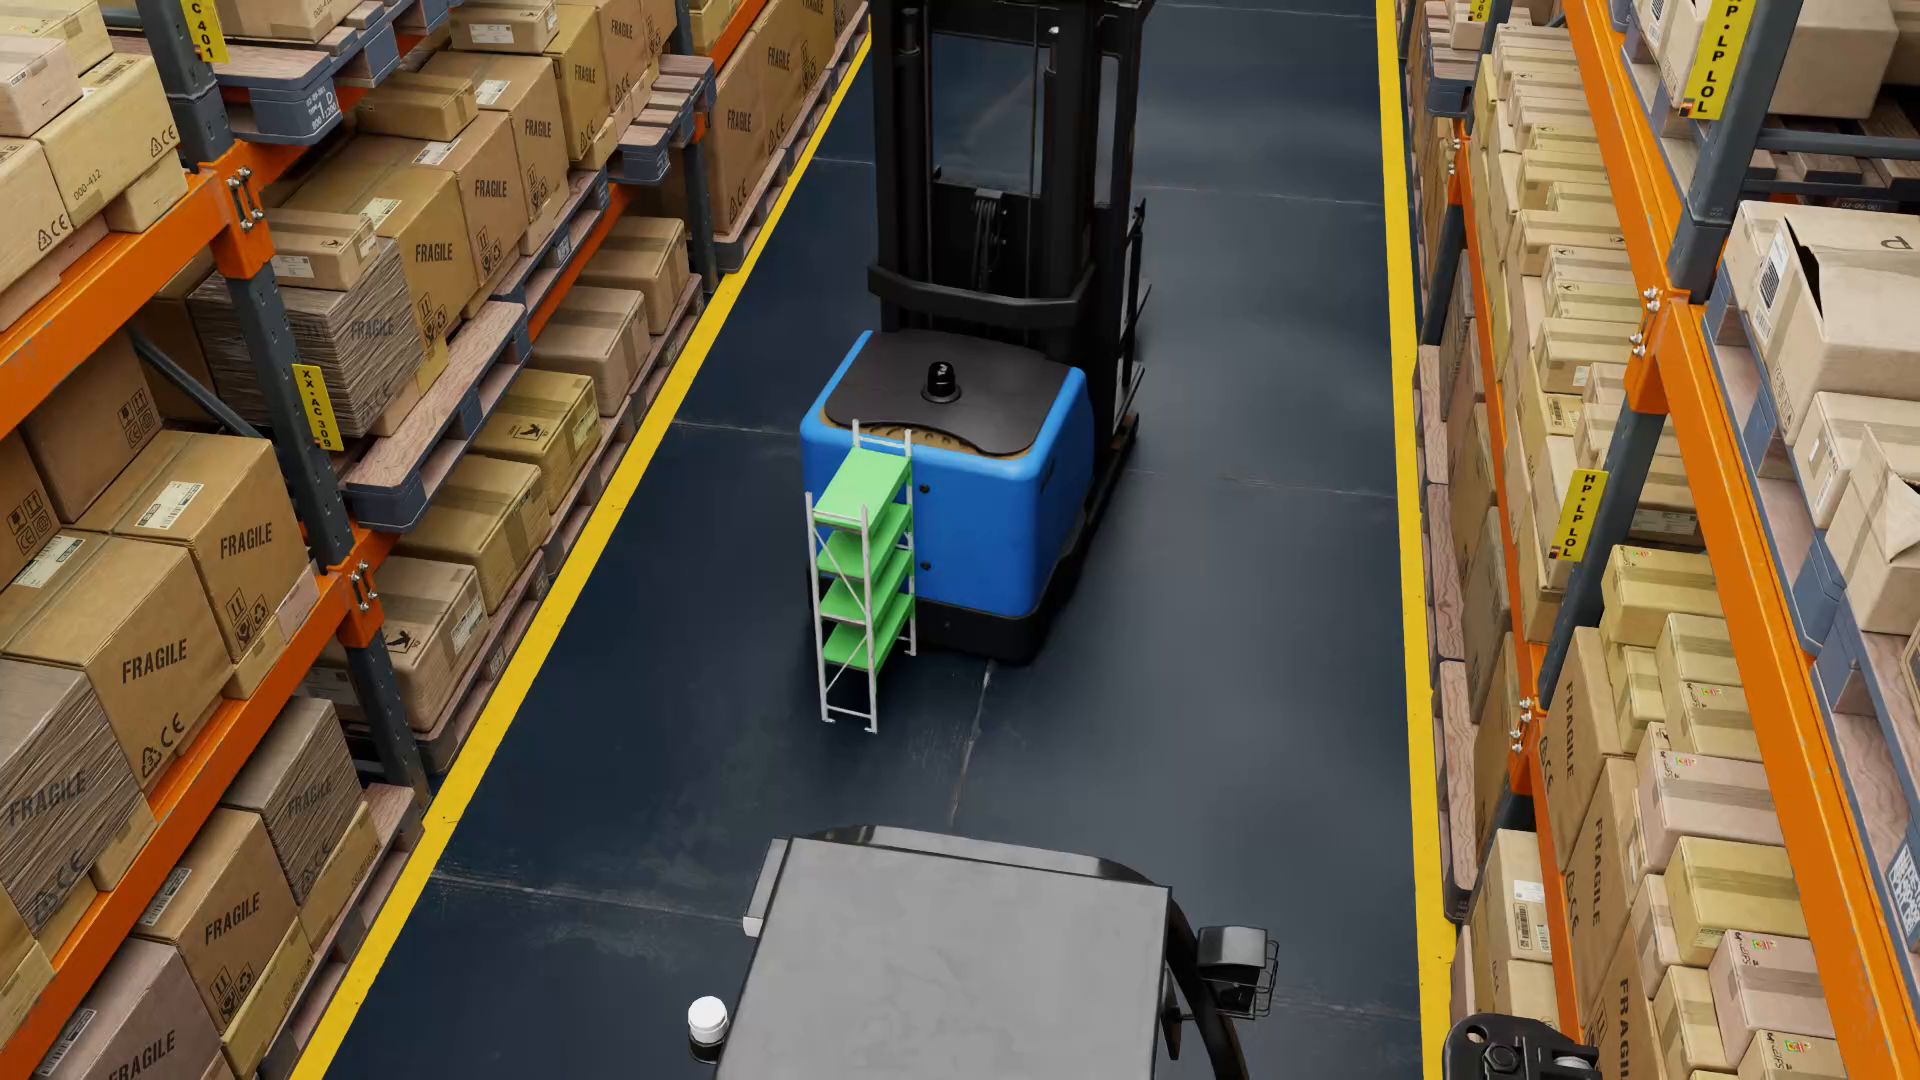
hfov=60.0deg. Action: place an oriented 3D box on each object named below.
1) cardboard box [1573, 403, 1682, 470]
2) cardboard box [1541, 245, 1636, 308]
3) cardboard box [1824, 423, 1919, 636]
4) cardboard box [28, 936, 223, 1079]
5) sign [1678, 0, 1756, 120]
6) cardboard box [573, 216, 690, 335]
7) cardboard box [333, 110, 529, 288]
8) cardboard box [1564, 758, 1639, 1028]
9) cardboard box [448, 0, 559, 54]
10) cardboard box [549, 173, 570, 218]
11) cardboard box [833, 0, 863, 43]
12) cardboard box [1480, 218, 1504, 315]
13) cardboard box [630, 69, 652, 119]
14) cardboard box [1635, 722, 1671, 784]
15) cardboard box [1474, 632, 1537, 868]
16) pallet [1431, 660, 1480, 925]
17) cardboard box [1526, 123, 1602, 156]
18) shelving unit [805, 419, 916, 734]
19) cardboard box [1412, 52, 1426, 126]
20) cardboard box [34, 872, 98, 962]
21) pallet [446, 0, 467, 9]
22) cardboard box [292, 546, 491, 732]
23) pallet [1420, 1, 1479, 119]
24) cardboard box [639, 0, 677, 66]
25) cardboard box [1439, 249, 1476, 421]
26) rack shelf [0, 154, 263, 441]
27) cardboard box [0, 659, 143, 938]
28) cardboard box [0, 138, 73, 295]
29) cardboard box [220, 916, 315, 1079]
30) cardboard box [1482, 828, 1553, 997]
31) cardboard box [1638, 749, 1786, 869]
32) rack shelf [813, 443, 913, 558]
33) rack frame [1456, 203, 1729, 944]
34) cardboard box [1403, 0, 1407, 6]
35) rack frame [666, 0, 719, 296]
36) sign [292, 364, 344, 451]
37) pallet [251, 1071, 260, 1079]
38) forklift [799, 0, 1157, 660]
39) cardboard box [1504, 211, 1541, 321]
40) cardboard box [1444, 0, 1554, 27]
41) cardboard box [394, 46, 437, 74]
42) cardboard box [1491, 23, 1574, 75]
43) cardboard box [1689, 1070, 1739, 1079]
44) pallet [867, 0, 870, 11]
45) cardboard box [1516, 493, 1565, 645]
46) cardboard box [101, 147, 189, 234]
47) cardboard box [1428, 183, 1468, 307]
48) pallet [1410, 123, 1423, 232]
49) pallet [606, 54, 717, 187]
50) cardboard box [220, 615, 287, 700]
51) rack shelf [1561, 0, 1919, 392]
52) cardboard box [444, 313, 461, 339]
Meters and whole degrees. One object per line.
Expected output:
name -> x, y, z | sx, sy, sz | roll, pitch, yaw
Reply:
cardboard box -> 2.163, -0.290, 5.256 | 0.380, 0.149, 0.250 | 6, 40, 7
cardboard box -> 2.328, -0.931, 6.031 | 0.380, 0.149, 0.250 | 7, 40, 8
cardboard box -> 1.740, -0.005, 2.842 | 0.396, 0.266, 0.258 | 6, 40, 7
cardboard box -> -2.605, 1.506, 4.911 | 0.500, 0.500, 0.500 | 8, 40, 10
sign -> 1.760, -1.129, 3.851 | 0.100, 0.325, 0.005 | 6, 40, 8
cardboard box -> -2.009, -1.449, 8.978 | 0.950, 0.372, 0.625 | 4, 40, 5
cardboard box -> -2.045, -1.344, 6.477 | 0.500, 0.500, 0.500 | 6, 40, 7
cardboard box -> 1.888, 0.942, 4.275 | 0.500, 0.500, 0.500 | 7, 40, 8
cardboard box -> -1.907, -2.161, 6.956 | 0.380, 0.149, 0.250 | 5, 40, 6
cardboard box -> -1.916, -1.506, 7.182 | 0.380, 0.149, 0.250 | 5, 40, 6
cardboard box -> -1.238, -4.109, 11.801 | 0.875, 0.875, 0.875 | 8, 40, 9
cardboard box -> 2.497, -1.160, 7.014 | 0.500, 0.250, 0.500 | 5, 40, 6
cardboard box -> -1.701, -2.148, 7.958 | 0.380, 0.149, 0.250 | 6, 40, 7
cardboard box -> 1.921, 0.614, 4.163 | 0.380, 0.149, 0.250 | 6, 40, 8
cardboard box -> 2.375, 0.826, 6.027 | 0.875, 0.625, 0.625 | 8, 40, 10
pallet -> 2.385, 1.010, 6.460 | 1.003, 0.211, 1.213 | 6, 40, 8
cardboard box -> 2.532, -1.571, 6.806 | 0.380, 0.149, 0.250 | 7, 40, 8
shelving unit -> -0.382, 0.163, 6.708 | 0.258, 1.200, 0.503 | 12, 41, 14
cardboard box -> 3.202, -2.891, 10.621 | 0.500, 0.500, 0.500 | 5, 40, 6
cardboard box -> -2.595, 0.984, 4.500 | 0.380, 0.149, 0.250 | 6, 40, 7
pallet -> -2.205, -2.254, 6.012 | 1.213, 0.211, 1.003 | 6, 40, 8
cardboard box -> -2.505, 0.378, 6.768 | 0.950, 0.372, 0.625 | 7, 40, 8
pallet -> 3.036, -2.468, 8.628 | 1.213, 0.211, 1.003 | 6, 40, 8
cardboard box -> -1.706, -2.653, 8.060 | 0.500, 0.500, 0.500 | 5, 40, 6
cardboard box -> 2.867, -0.965, 8.194 | 0.875, 0.625, 0.625 | 8, 40, 9
rack shelf -> -2.940, 0.233, 3.421 | 1.077, 0.370, 4.000 | 6, 40, 8
cardboard box -> -2.593, 0.660, 4.383 | 0.500, 0.500, 0.500 | 7, 40, 9
cardboard box -> -2.491, -0.732, 3.909 | 0.500, 0.250, 0.500 | 6, 40, 7
cardboard box -> -2.513, 1.491, 5.518 | 0.500, 0.250, 0.500 | 5, 40, 6
cardboard box -> 1.903, 1.183, 5.105 | 0.500, 0.250, 0.500 | 6, 40, 7
cardboard box -> 1.811, 0.651, 3.884 | 0.380, 0.149, 0.250 | 7, 40, 9
rack shelf -> -0.382, -0.158, 6.443 | 0.258, 0.148, 0.480 | 12, 41, 14
rack frame -> 2.296, 0.402, 5.007 | 1.000, 3.000, 0.127 | 6, 40, 8
cardboard box -> 3.488, -4.064, 12.316 | 0.380, 0.149, 0.250 | 5, 40, 6
rack frame -> -1.901, -2.654, 8.702 | 1.000, 3.000, 0.127 | 6, 40, 8
sign -> -2.058, -0.422, 5.324 | 0.100, 0.325, 0.005 | 6, 40, 8
pallet -> -2.884, 2.125, 5.111 | 1.003, 0.211, 1.213 | 6, 40, 8
forklift -> 0.270, -1.562, 7.435 | 1.130, 2.935, 3.031 | 12, 41, 14
cardboard box -> 2.411, -1.028, 6.461 | 0.500, 0.250, 0.500 | 7, 40, 8
cardboard box -> 2.852, -2.910, 8.801 | 0.500, 0.250, 0.500 | 5, 40, 6
cardboard box -> -2.470, -1.737, 6.952 | 0.500, 0.500, 0.500 | 5, 40, 6
cardboard box -> 2.643, -2.230, 7.602 | 0.380, 0.149, 0.250 | 8, 40, 9
cardboard box -> 1.695, 1.252, 3.390 | 0.380, 0.149, 0.250 | 6, 40, 7
pallet -> -1.000, -4.558, 13.194 | 1.003, 0.211, 1.213 | 6, 40, 8
cardboard box -> 2.126, 0.114, 5.472 | 0.500, 0.250, 0.500 | 7, 40, 9
cardboard box -> -2.347, -0.971, 4.510 | 0.380, 0.149, 0.250 | 7, 40, 8
cardboard box -> 2.850, -1.596, 9.055 | 0.500, 0.500, 0.500 | 7, 40, 9
pallet -> 3.368, -2.262, 10.417 | 1.003, 0.211, 1.213 | 6, 40, 8
pallet -> -1.920, -2.121, 8.208 | 1.213, 0.211, 1.003 | 6, 40, 8
cardboard box -> -2.385, 0.346, 5.271 | 0.380, 0.149, 0.250 | 7, 40, 9
rack shelf -> 2.642, -1.732, 5.798 | 1.077, 0.370, 4.000 | 6, 40, 8
cardboard box -> -2.161, -0.862, 6.403 | 0.380, 0.149, 0.250 | 9, 40, 11
